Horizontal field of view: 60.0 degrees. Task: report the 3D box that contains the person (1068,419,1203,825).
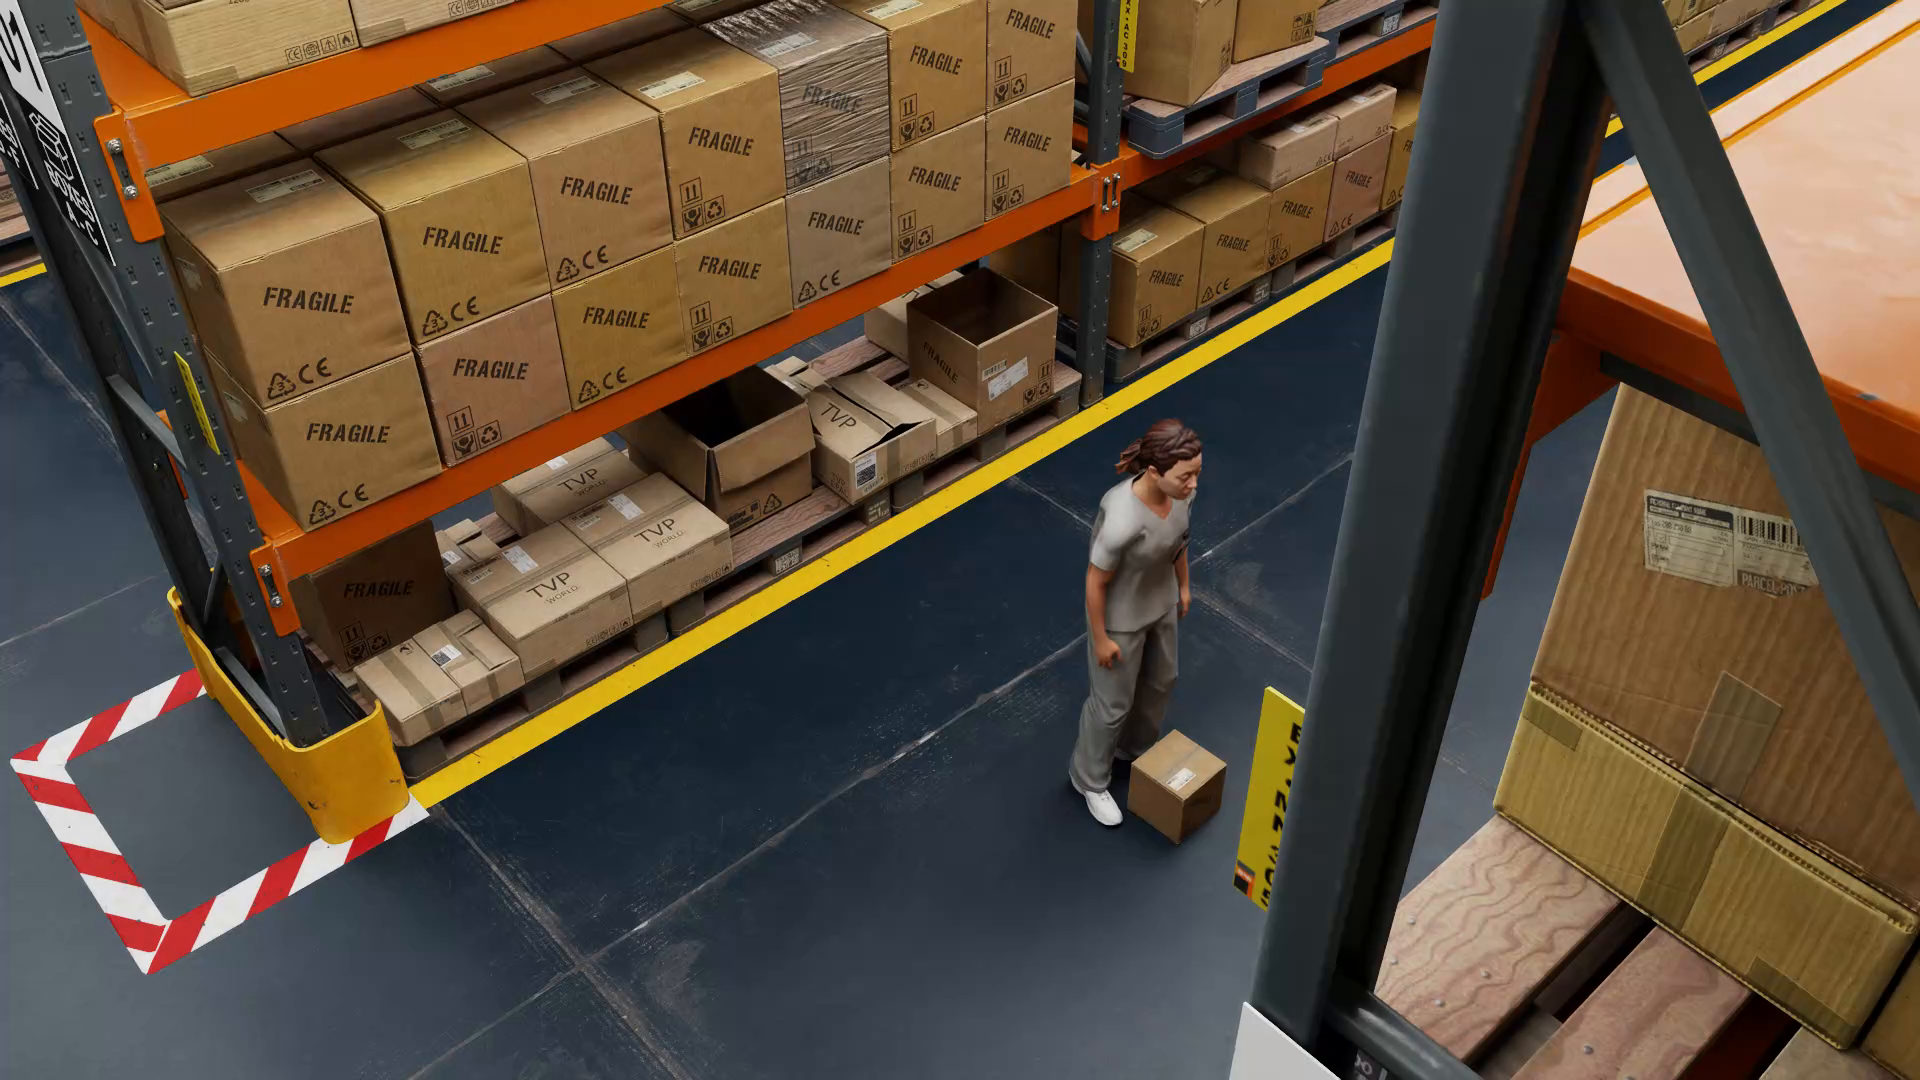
[{"bbox_3d":[0.627,0.258,5.849,0.497,1.672,0.351,-31,49,-32],"label":"person"}]
